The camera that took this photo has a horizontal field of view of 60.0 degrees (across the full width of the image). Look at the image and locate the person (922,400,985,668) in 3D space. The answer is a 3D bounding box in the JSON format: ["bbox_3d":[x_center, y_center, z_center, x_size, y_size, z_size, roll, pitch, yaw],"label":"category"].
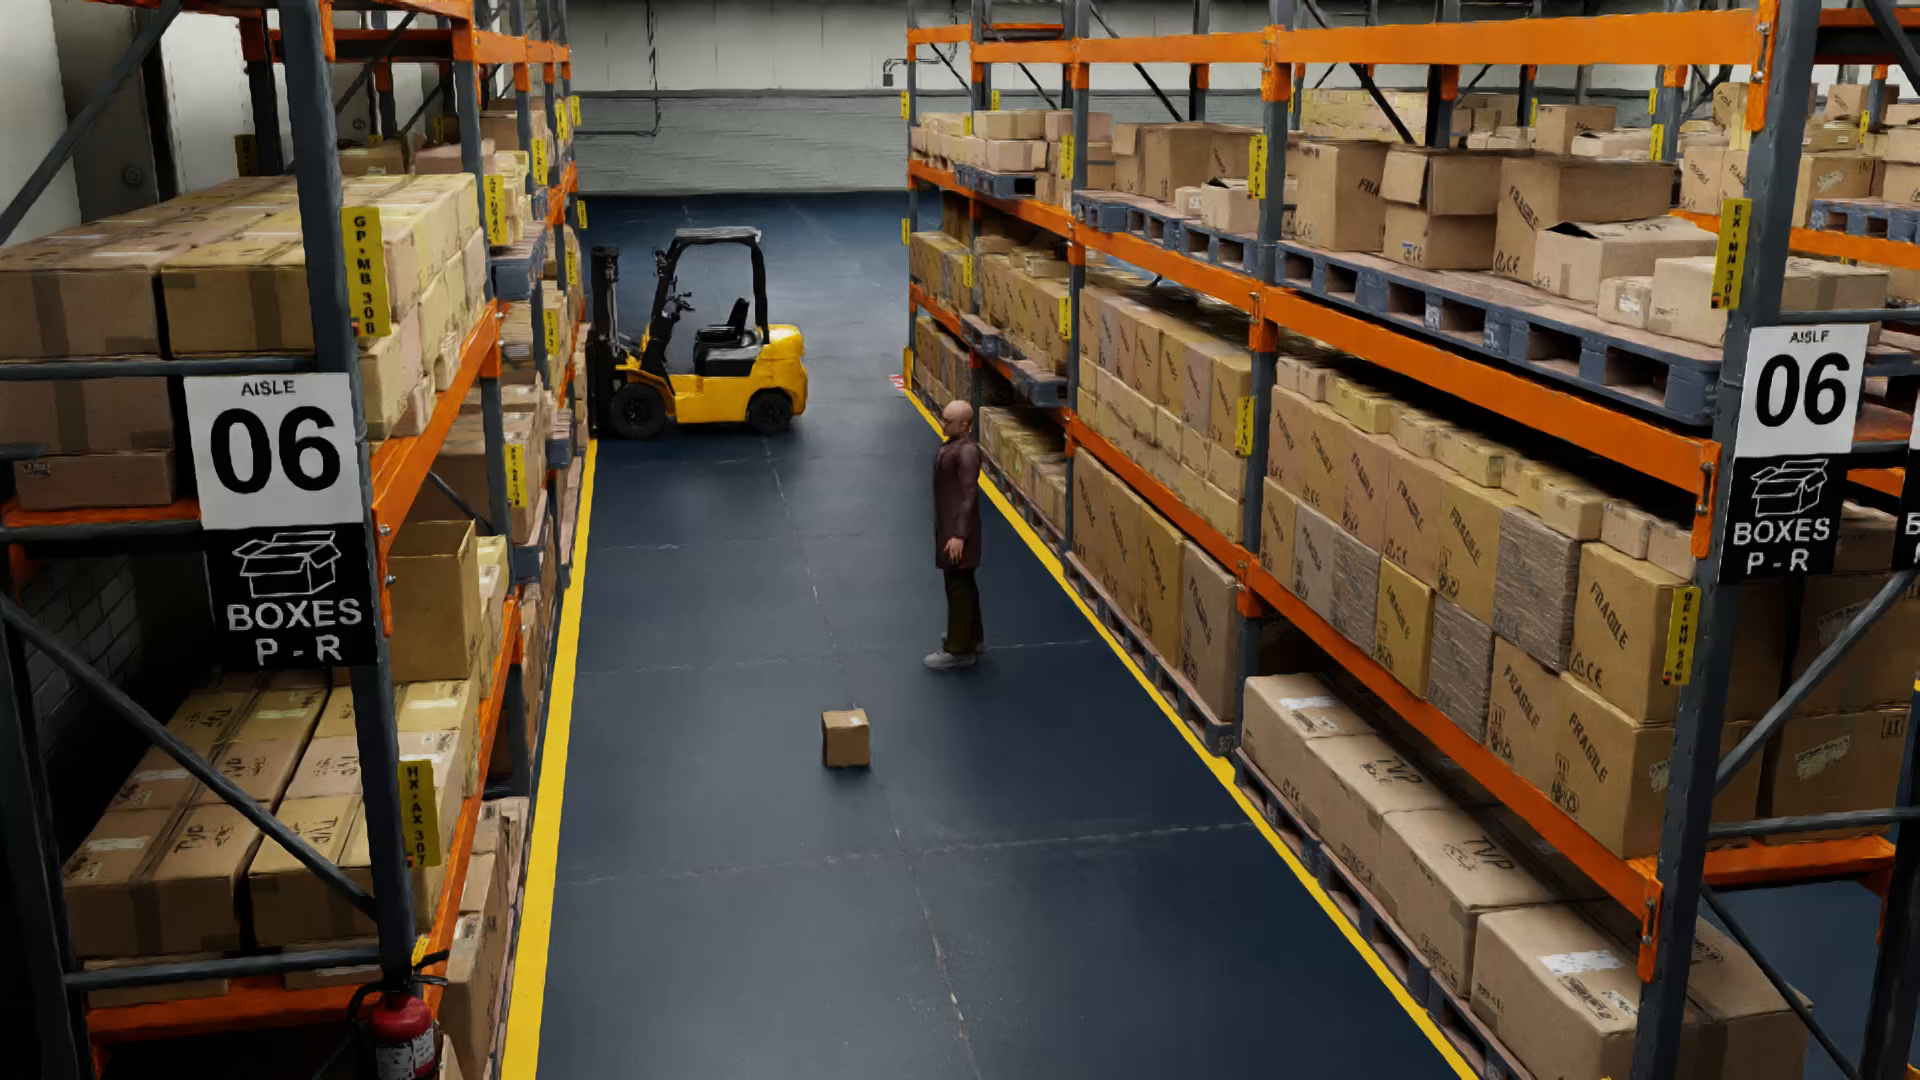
[{"bbox_3d":[-0.048,-0.056,11.137,0.468,1.787,0.698,-2,16,-7],"label":"person"}]
